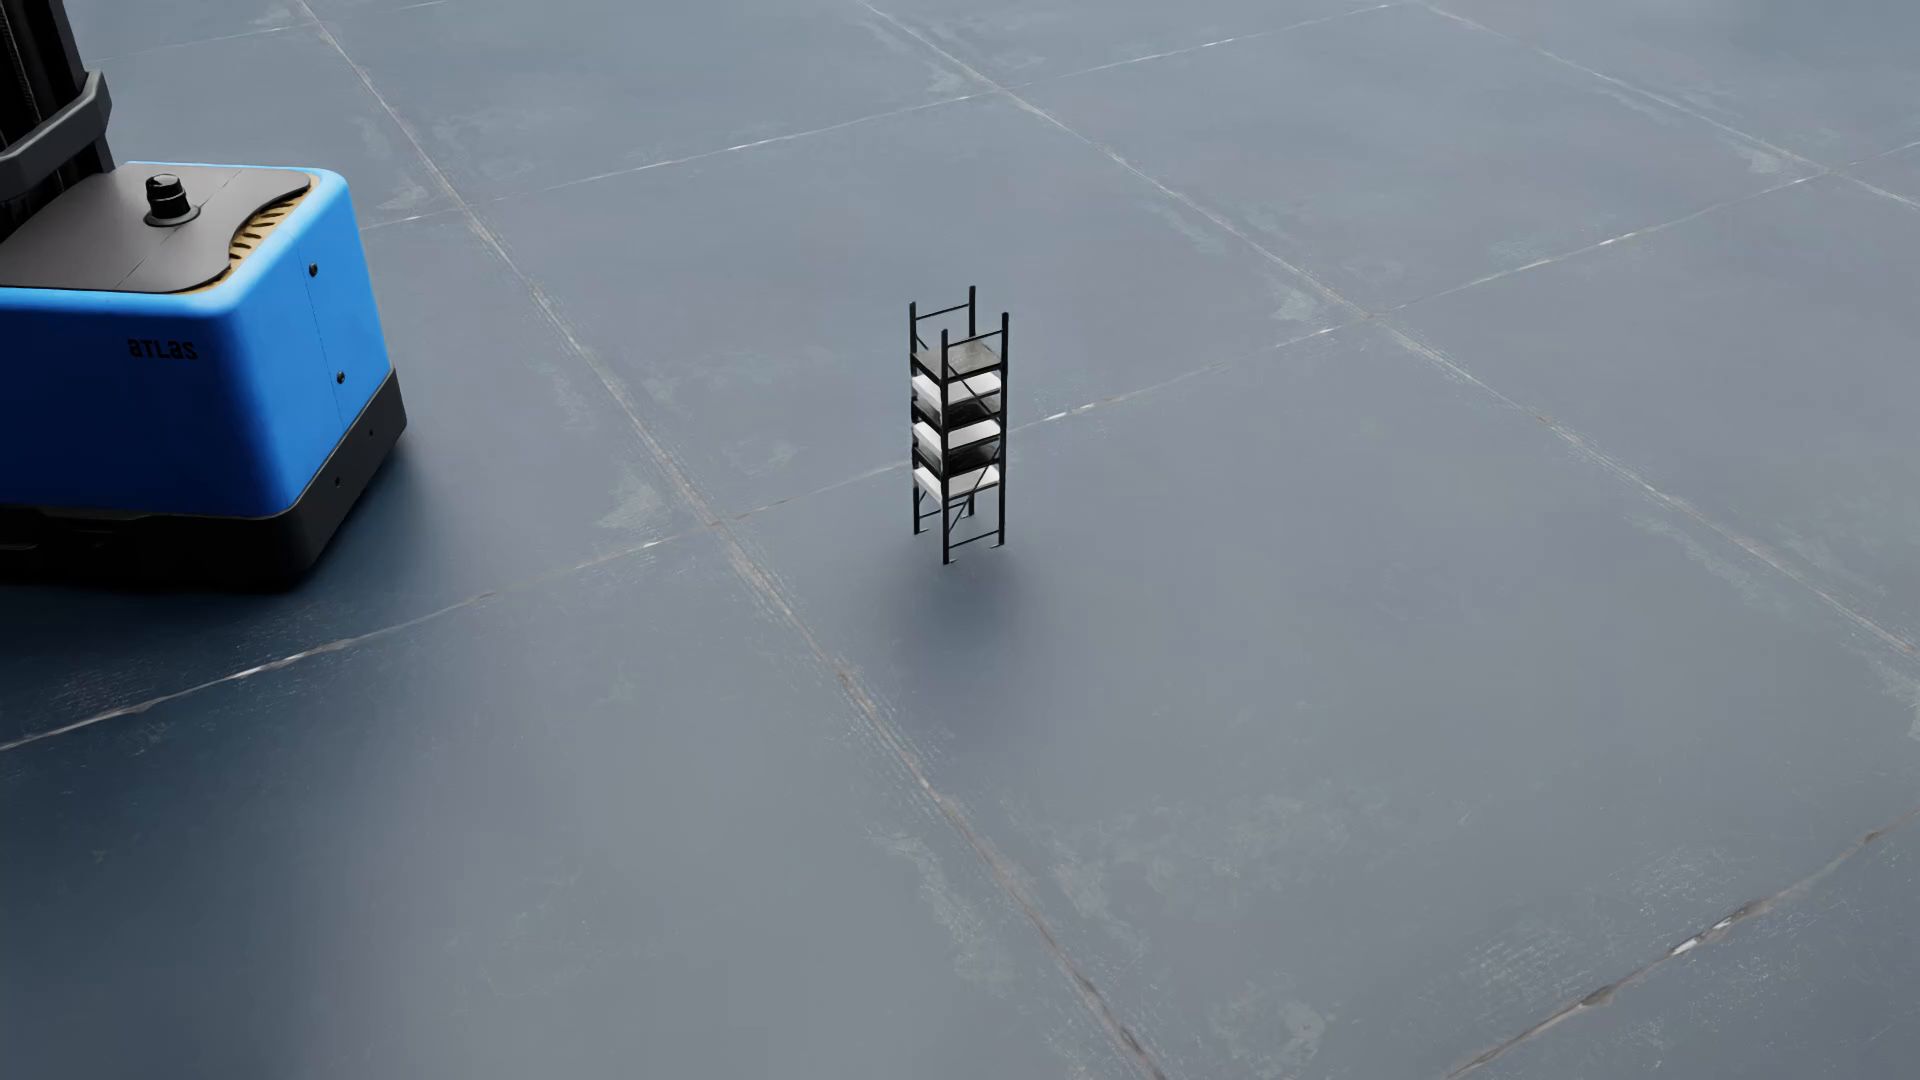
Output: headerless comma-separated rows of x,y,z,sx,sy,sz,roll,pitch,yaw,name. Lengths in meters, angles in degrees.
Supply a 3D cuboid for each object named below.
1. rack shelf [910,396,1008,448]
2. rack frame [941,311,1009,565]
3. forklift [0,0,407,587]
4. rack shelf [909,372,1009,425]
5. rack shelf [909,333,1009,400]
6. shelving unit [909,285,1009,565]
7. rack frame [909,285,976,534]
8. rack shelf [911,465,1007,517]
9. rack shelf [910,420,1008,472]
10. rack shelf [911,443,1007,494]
-0.004,-0.413,5.457,0.258,0.077,0.200,-19,40,-24,rack shelf
0.047,-0.316,5.419,0.240,0.900,0.006,-19,40,-24,rack frame
-3.615,-1.382,5.158,3.031,2.935,1.130,3,36,4,forklift
-0.004,-0.486,5.404,0.258,0.077,0.200,-19,40,-24,rack shelf
-0.004,-0.559,5.351,0.258,0.077,0.200,-19,40,-24,rack shelf
-0.004,-0.368,5.490,0.258,0.900,0.210,-19,40,-24,shelving unit
-0.055,-0.419,5.561,0.240,0.900,0.006,-19,40,-24,rack frame
-0.004,-0.195,5.616,0.258,0.077,0.200,-19,40,-24,rack shelf
-0.004,-0.341,5.510,0.258,0.077,0.200,-19,40,-24,rack shelf
-0.004,-0.268,5.563,0.258,0.077,0.200,-19,40,-24,rack shelf
